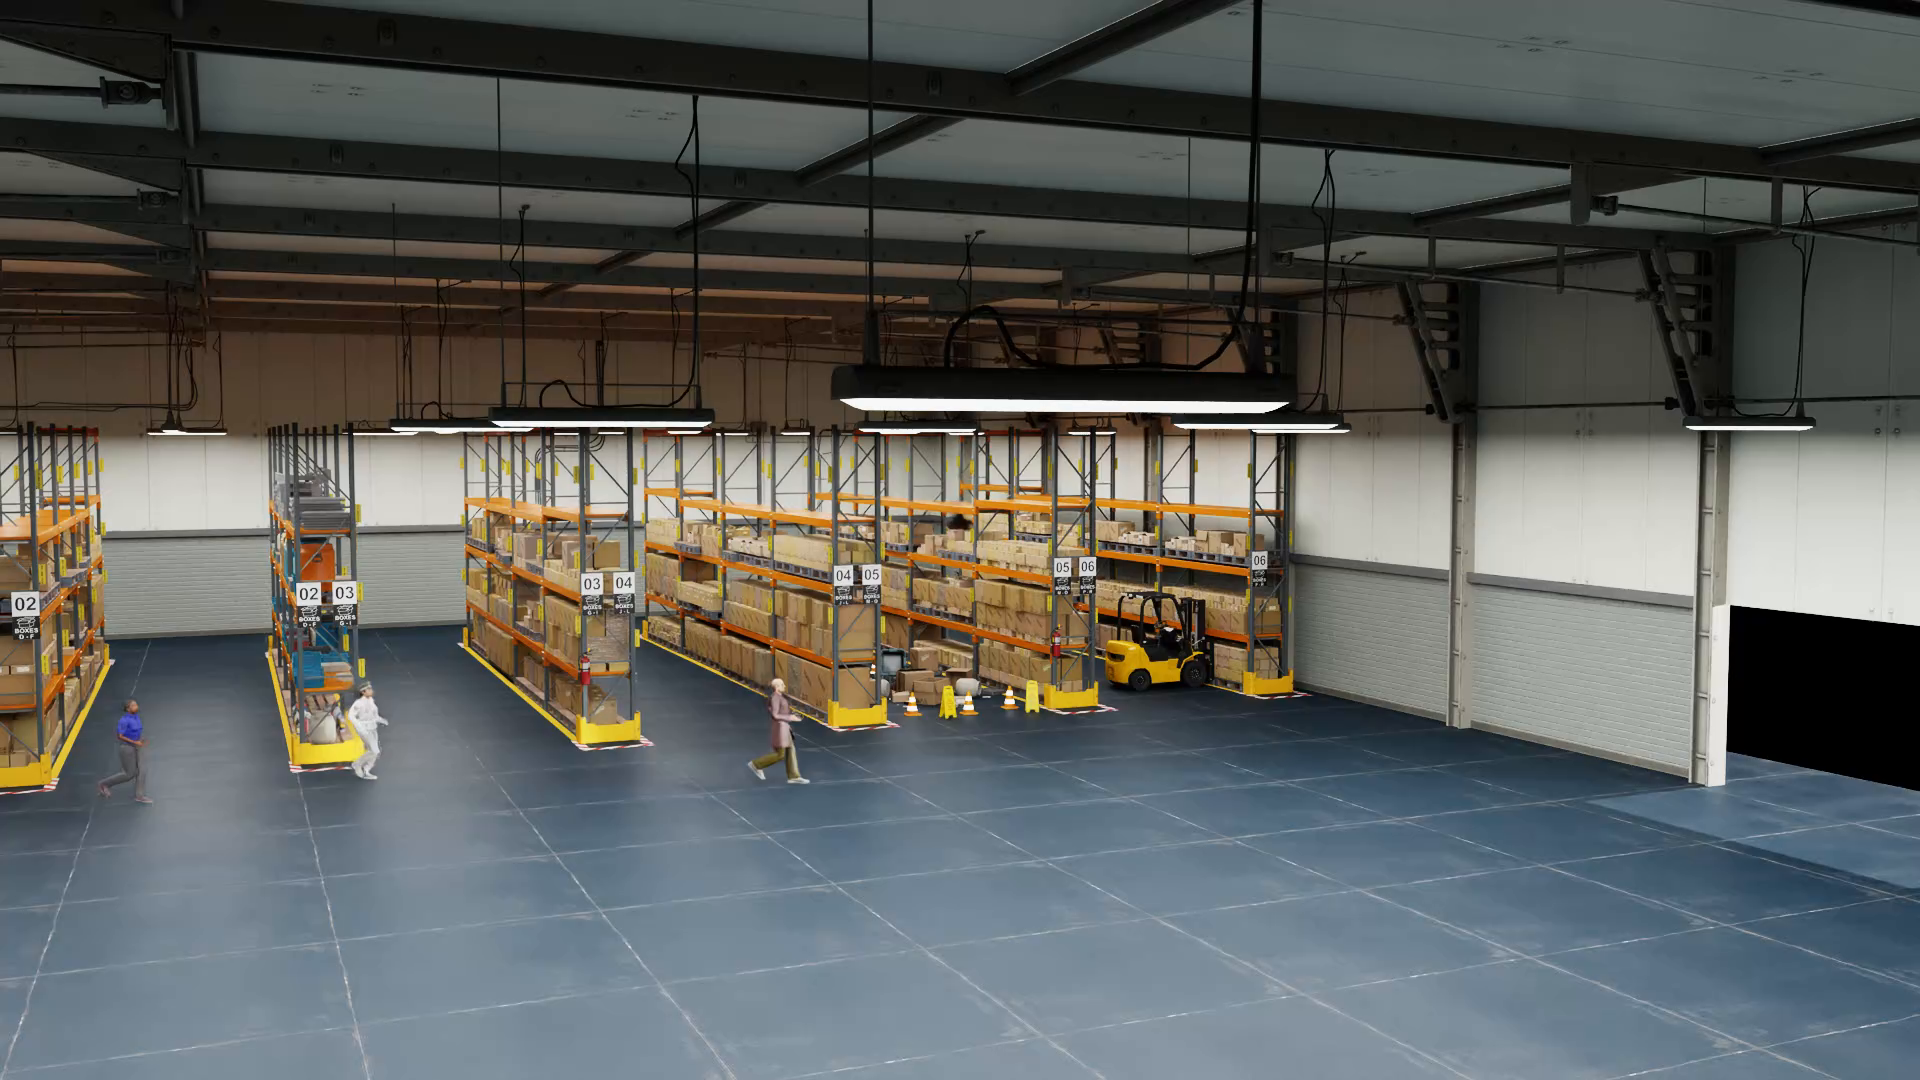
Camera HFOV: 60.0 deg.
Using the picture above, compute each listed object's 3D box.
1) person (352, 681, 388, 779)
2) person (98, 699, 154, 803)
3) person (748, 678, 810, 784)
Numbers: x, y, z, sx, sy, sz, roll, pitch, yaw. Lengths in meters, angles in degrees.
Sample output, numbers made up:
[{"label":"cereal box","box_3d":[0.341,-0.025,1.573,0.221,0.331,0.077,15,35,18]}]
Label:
[{"label":"person","box_3d":[-9.917,3.194,27.893,0.543,1.651,0.444,1,4,10]},{"label":"person","box_3d":[-13.092,3.324,26.132,0.782,1.649,0.560,0,3,-2]},{"label":"person","box_3d":[-2.980,3.154,27.383,1.008,1.762,0.709,0,3,0]}]
